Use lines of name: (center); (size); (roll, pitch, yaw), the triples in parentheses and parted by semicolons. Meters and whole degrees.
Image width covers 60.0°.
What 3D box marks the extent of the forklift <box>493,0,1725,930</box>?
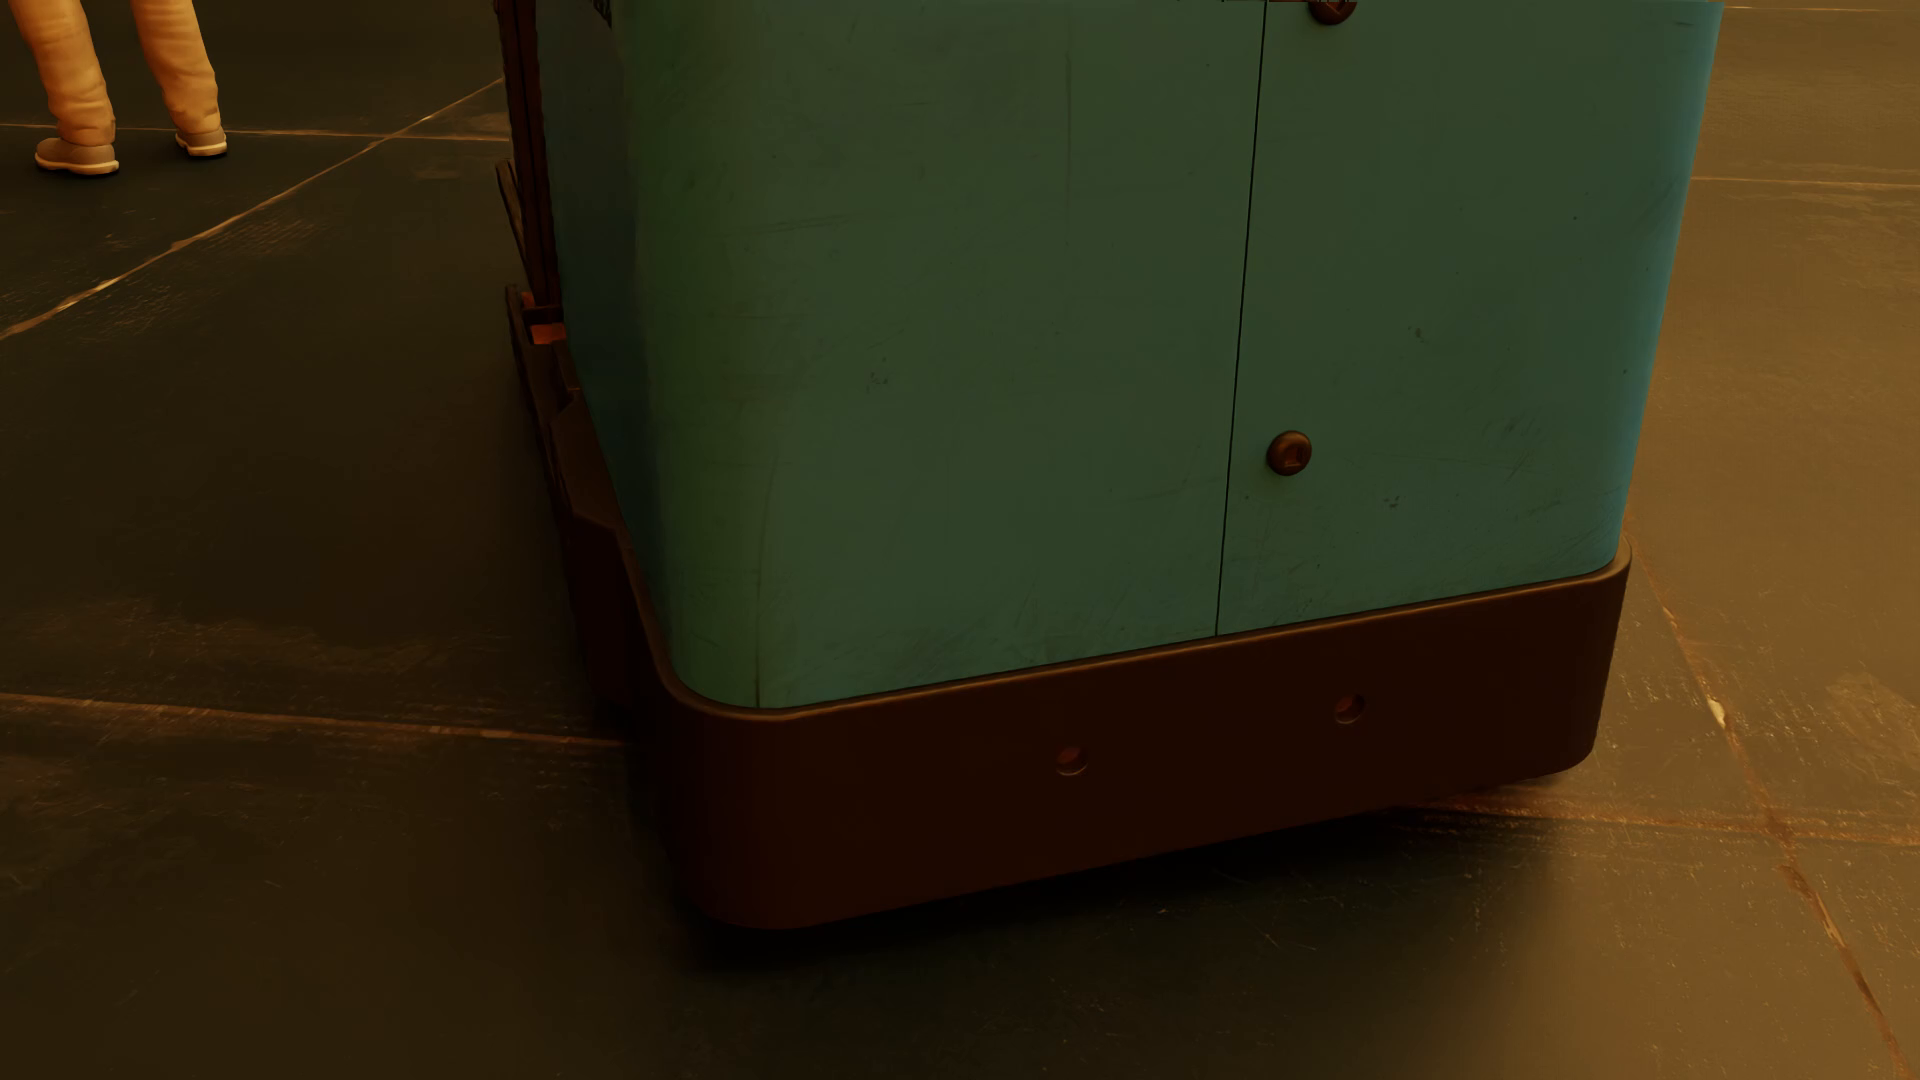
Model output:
forklift: (-0.212, -1.576, 2.377); (1.130, 2.935, 3.031); (-8, 28, -16)

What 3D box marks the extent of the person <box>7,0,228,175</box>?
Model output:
person: (-2.283, -1.816, 4.206); (0.398, 1.725, 0.593); (24, 35, 39)
